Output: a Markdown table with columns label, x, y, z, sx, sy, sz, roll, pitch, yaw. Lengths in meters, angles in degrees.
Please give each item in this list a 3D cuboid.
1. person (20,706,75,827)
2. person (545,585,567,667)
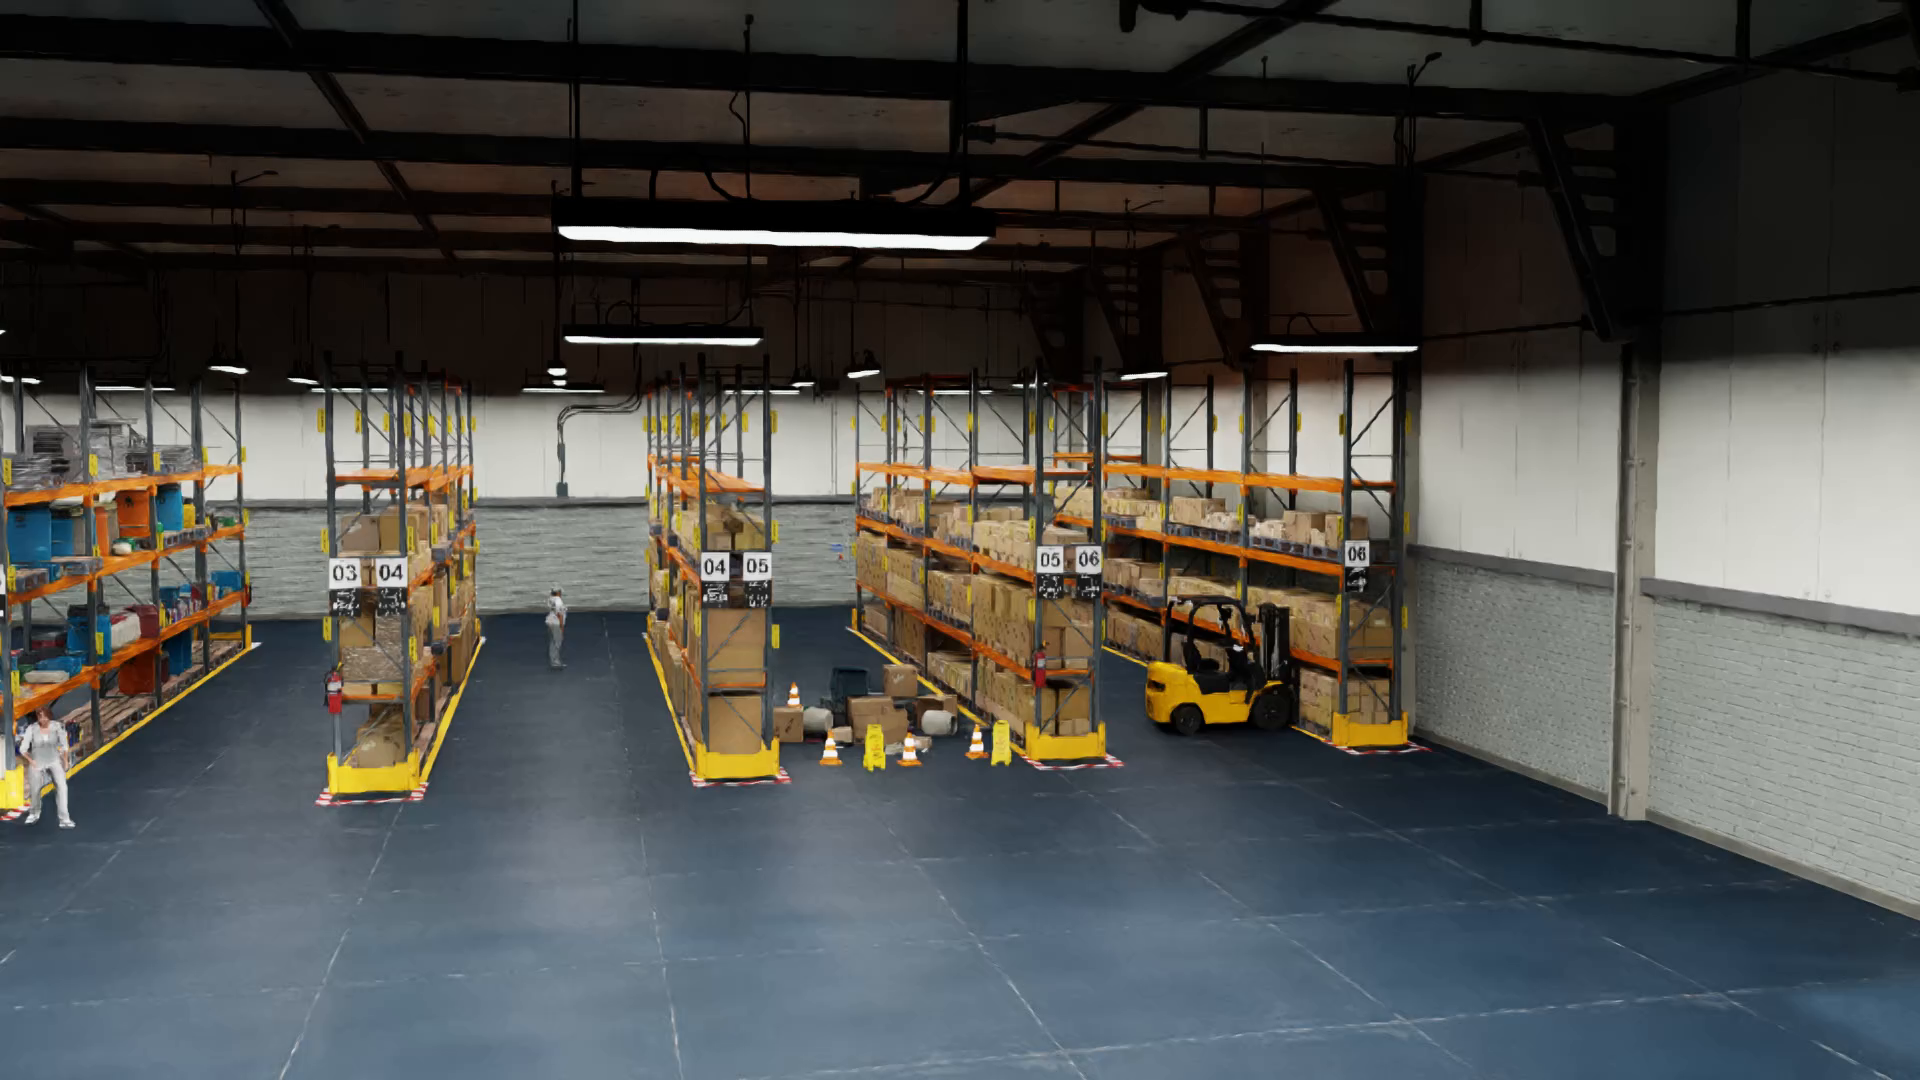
| label | x | y | z | sx | sy | sz | roll | pitch | yaw |
| --- | --- | --- | --- | --- | --- | --- | --- | --- | --- |
| person | -11.357 | 2.788 | 20.662 | 0.561 | 1.525 | 0.788 | -2 | 5 | -31 |
| person | -8.339 | 1.765 | 34.411 | 0.386 | 1.664 | 0.596 | -3 | 5 | -36 |
